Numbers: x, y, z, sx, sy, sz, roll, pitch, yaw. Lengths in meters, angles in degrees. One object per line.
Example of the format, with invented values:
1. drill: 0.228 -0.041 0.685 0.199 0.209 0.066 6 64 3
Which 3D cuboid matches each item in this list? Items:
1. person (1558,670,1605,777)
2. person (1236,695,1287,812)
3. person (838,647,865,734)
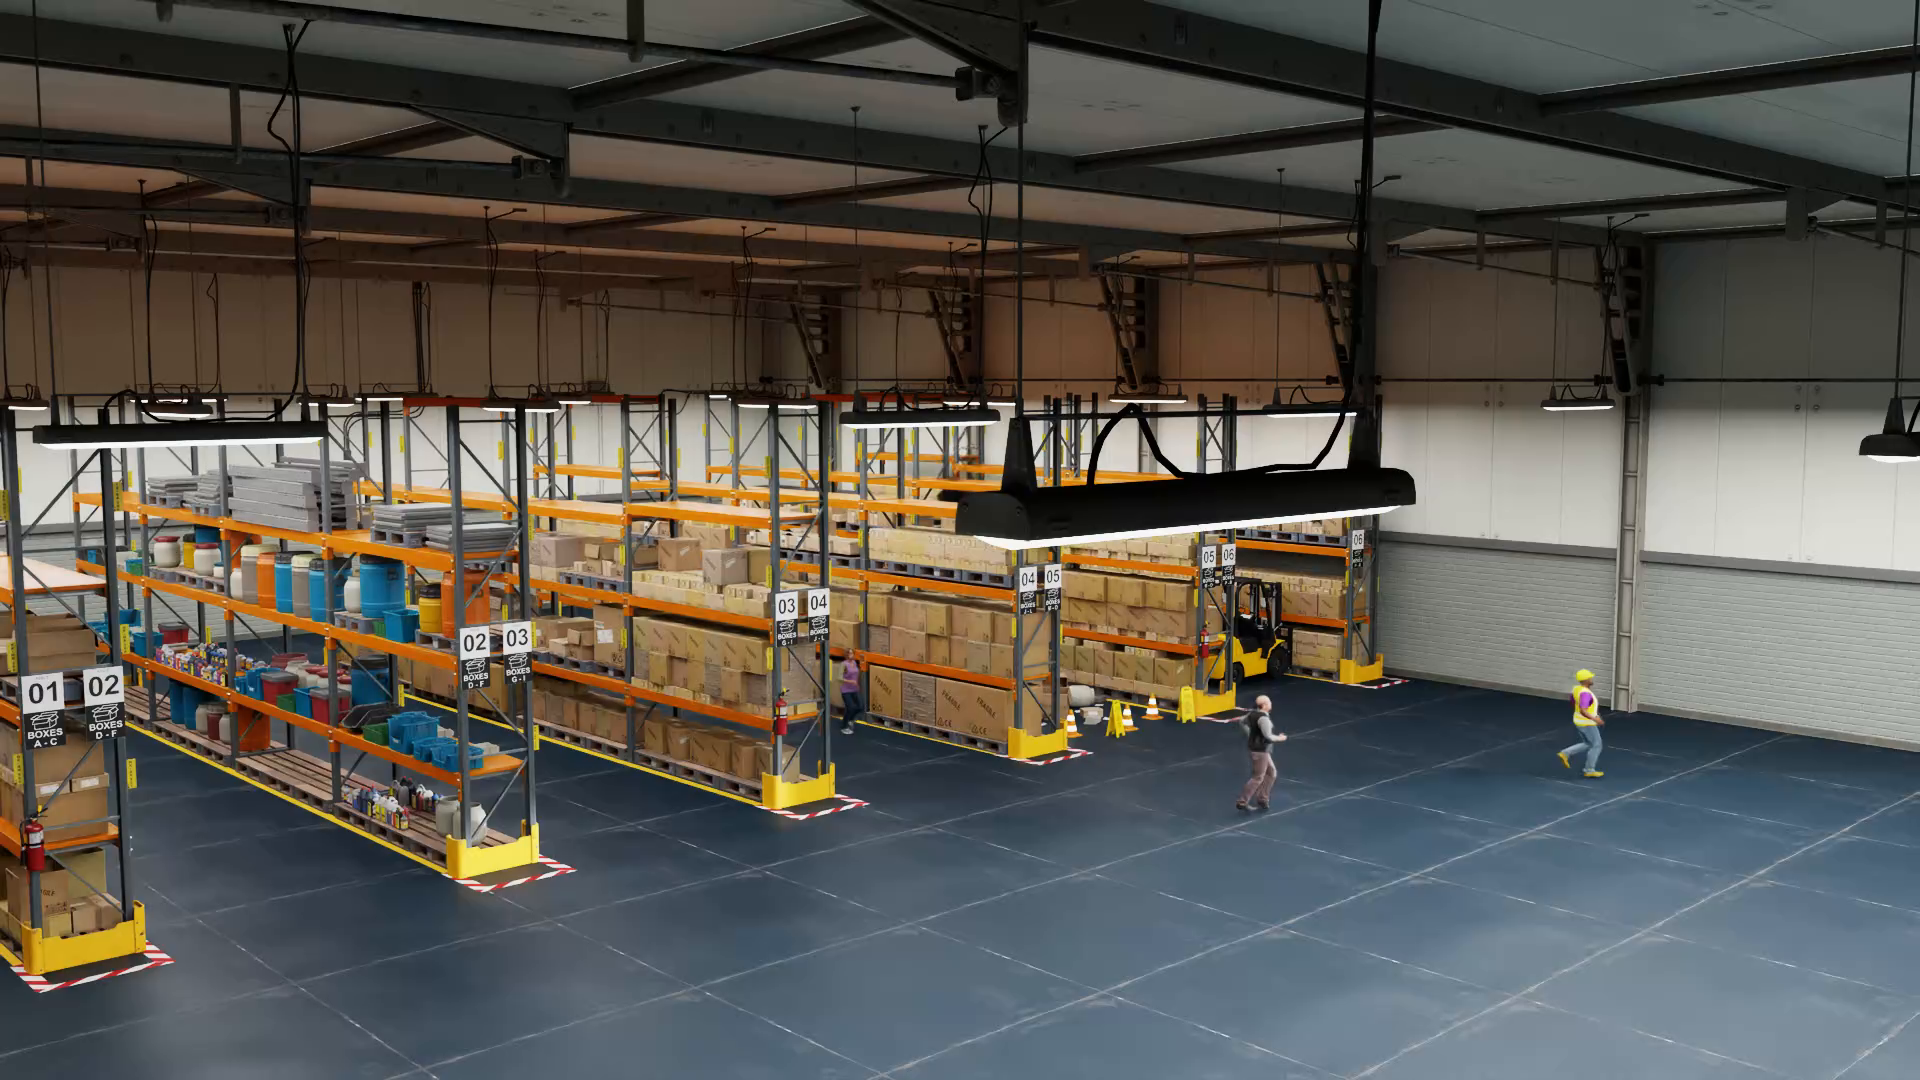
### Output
1. person: 9.922 2.918 26.473 0.696 1.720 0.704 0 6 4
2. person: 4.386 3.152 24.268 0.748 1.800 0.670 0 6 -5
3. person: -1.918 2.689 29.591 0.548 1.558 0.518 5 7 42
